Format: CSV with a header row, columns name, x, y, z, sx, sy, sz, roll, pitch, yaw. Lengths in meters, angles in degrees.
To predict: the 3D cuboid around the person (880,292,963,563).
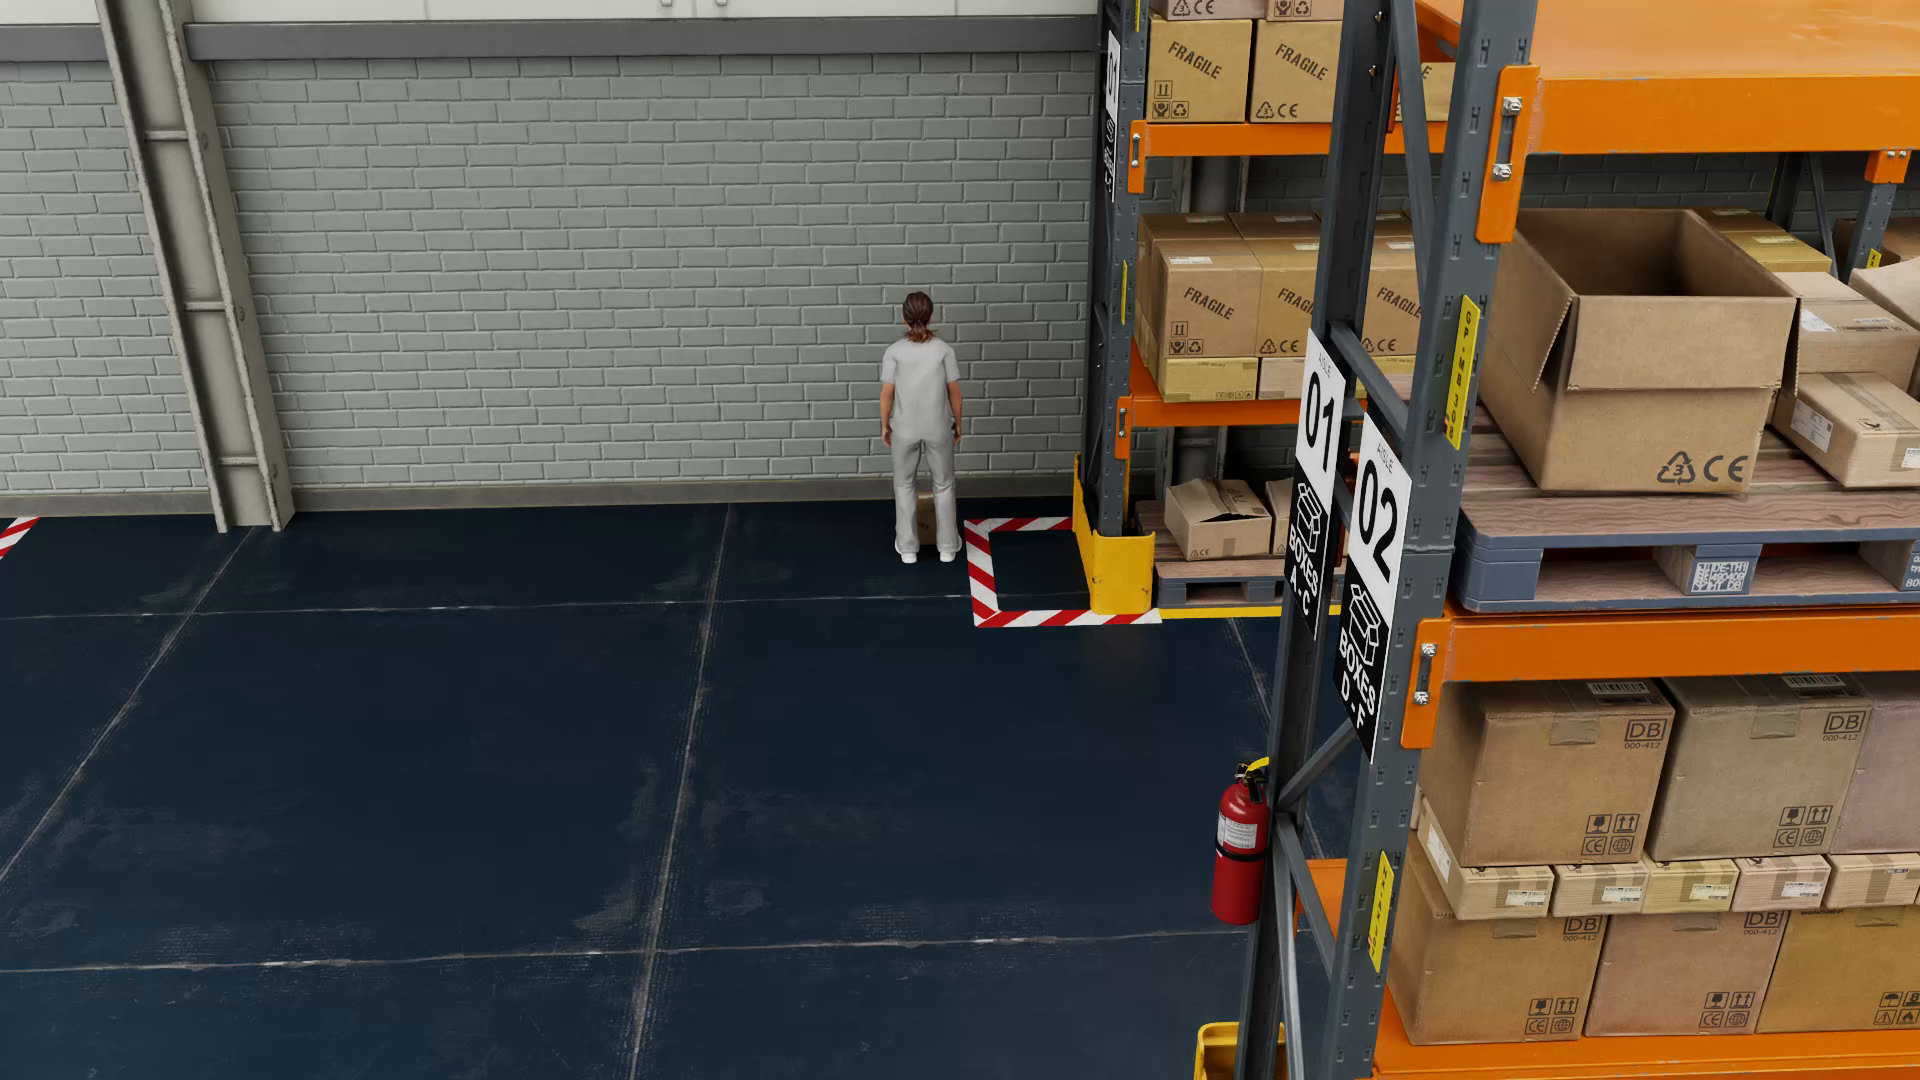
name,x,y,z,sx,sy,sz,roll,pitch,yaw
person,-0.226,-0.652,9.864,0.490,1.673,0.354,-1,28,-3
